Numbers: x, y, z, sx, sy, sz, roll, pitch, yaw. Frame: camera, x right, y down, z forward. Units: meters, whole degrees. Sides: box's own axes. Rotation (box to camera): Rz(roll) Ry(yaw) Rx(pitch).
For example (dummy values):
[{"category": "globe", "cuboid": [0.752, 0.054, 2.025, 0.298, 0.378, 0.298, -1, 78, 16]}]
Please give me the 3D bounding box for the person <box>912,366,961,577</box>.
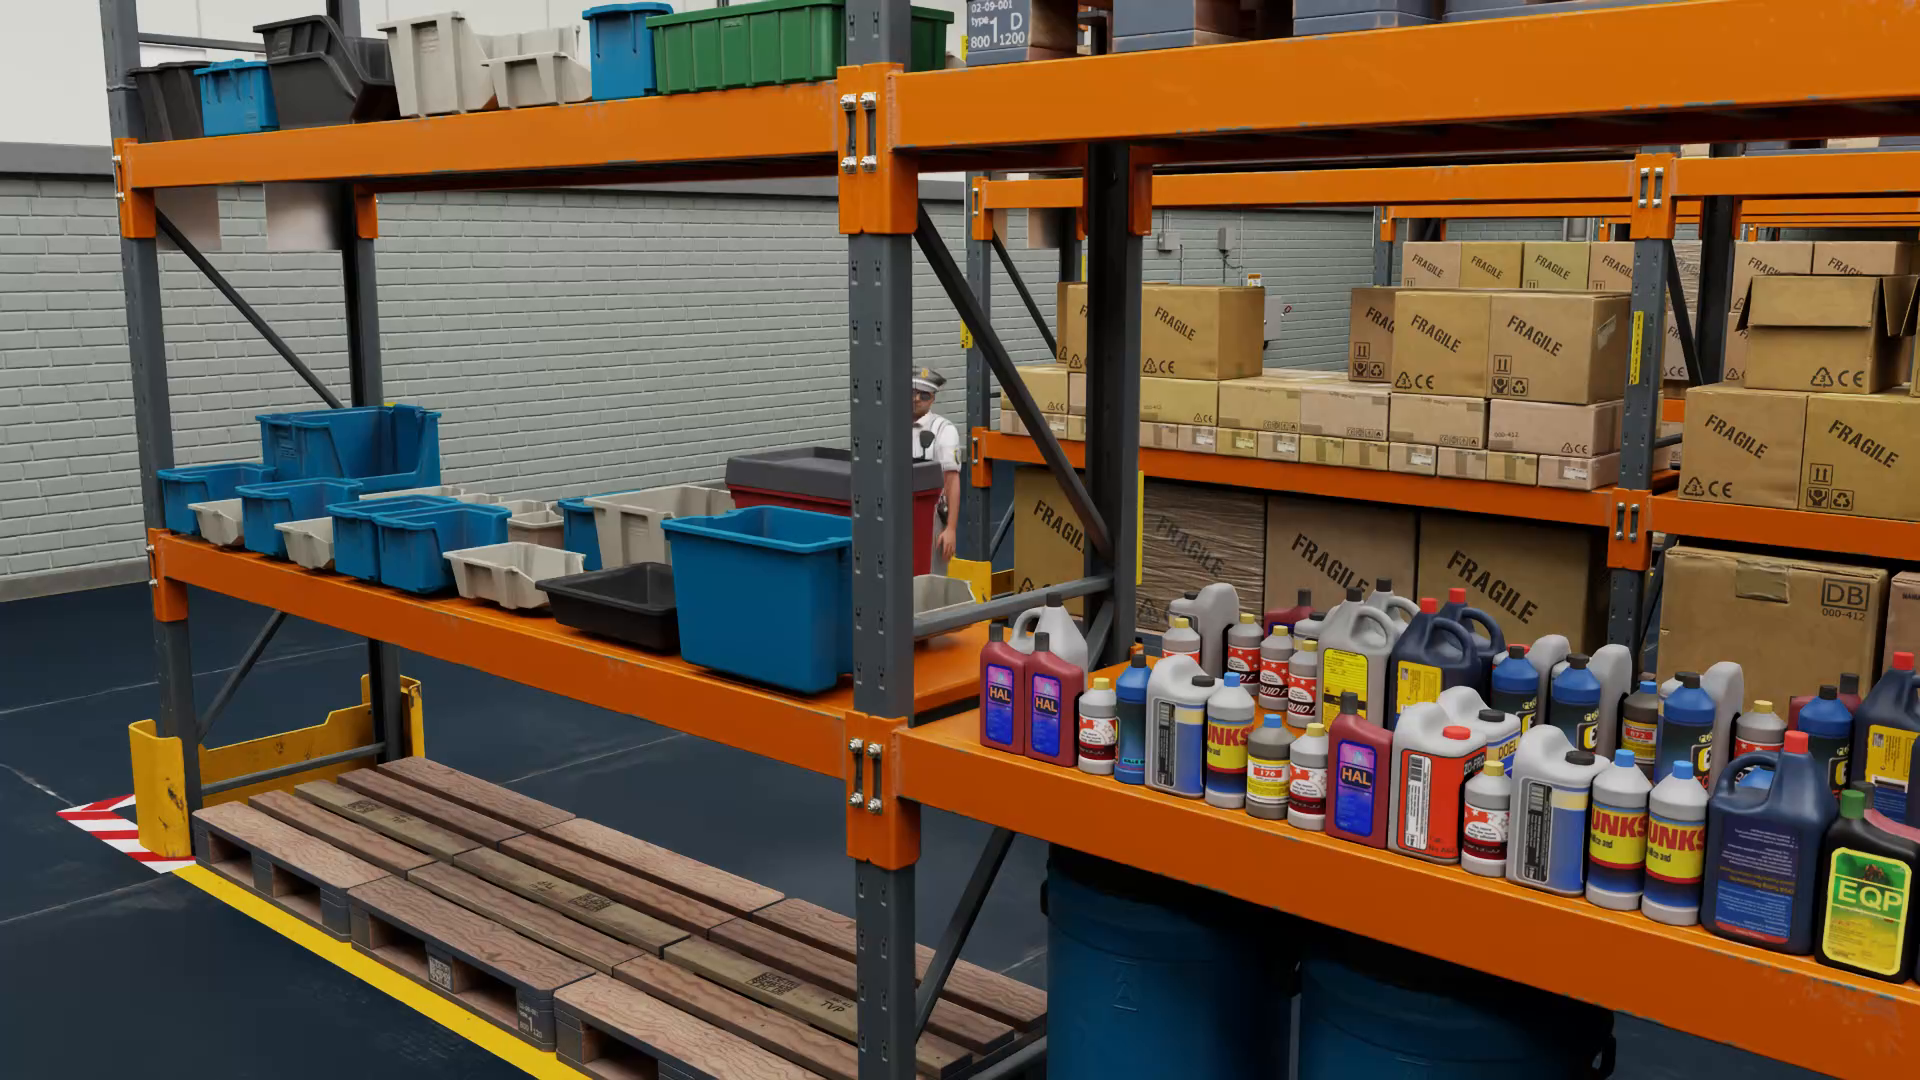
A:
[{"category": "person", "cuboid": [-0.287, -0.095, 9.316, 0.622, 1.760, 0.421, 5, 11, 26]}]
